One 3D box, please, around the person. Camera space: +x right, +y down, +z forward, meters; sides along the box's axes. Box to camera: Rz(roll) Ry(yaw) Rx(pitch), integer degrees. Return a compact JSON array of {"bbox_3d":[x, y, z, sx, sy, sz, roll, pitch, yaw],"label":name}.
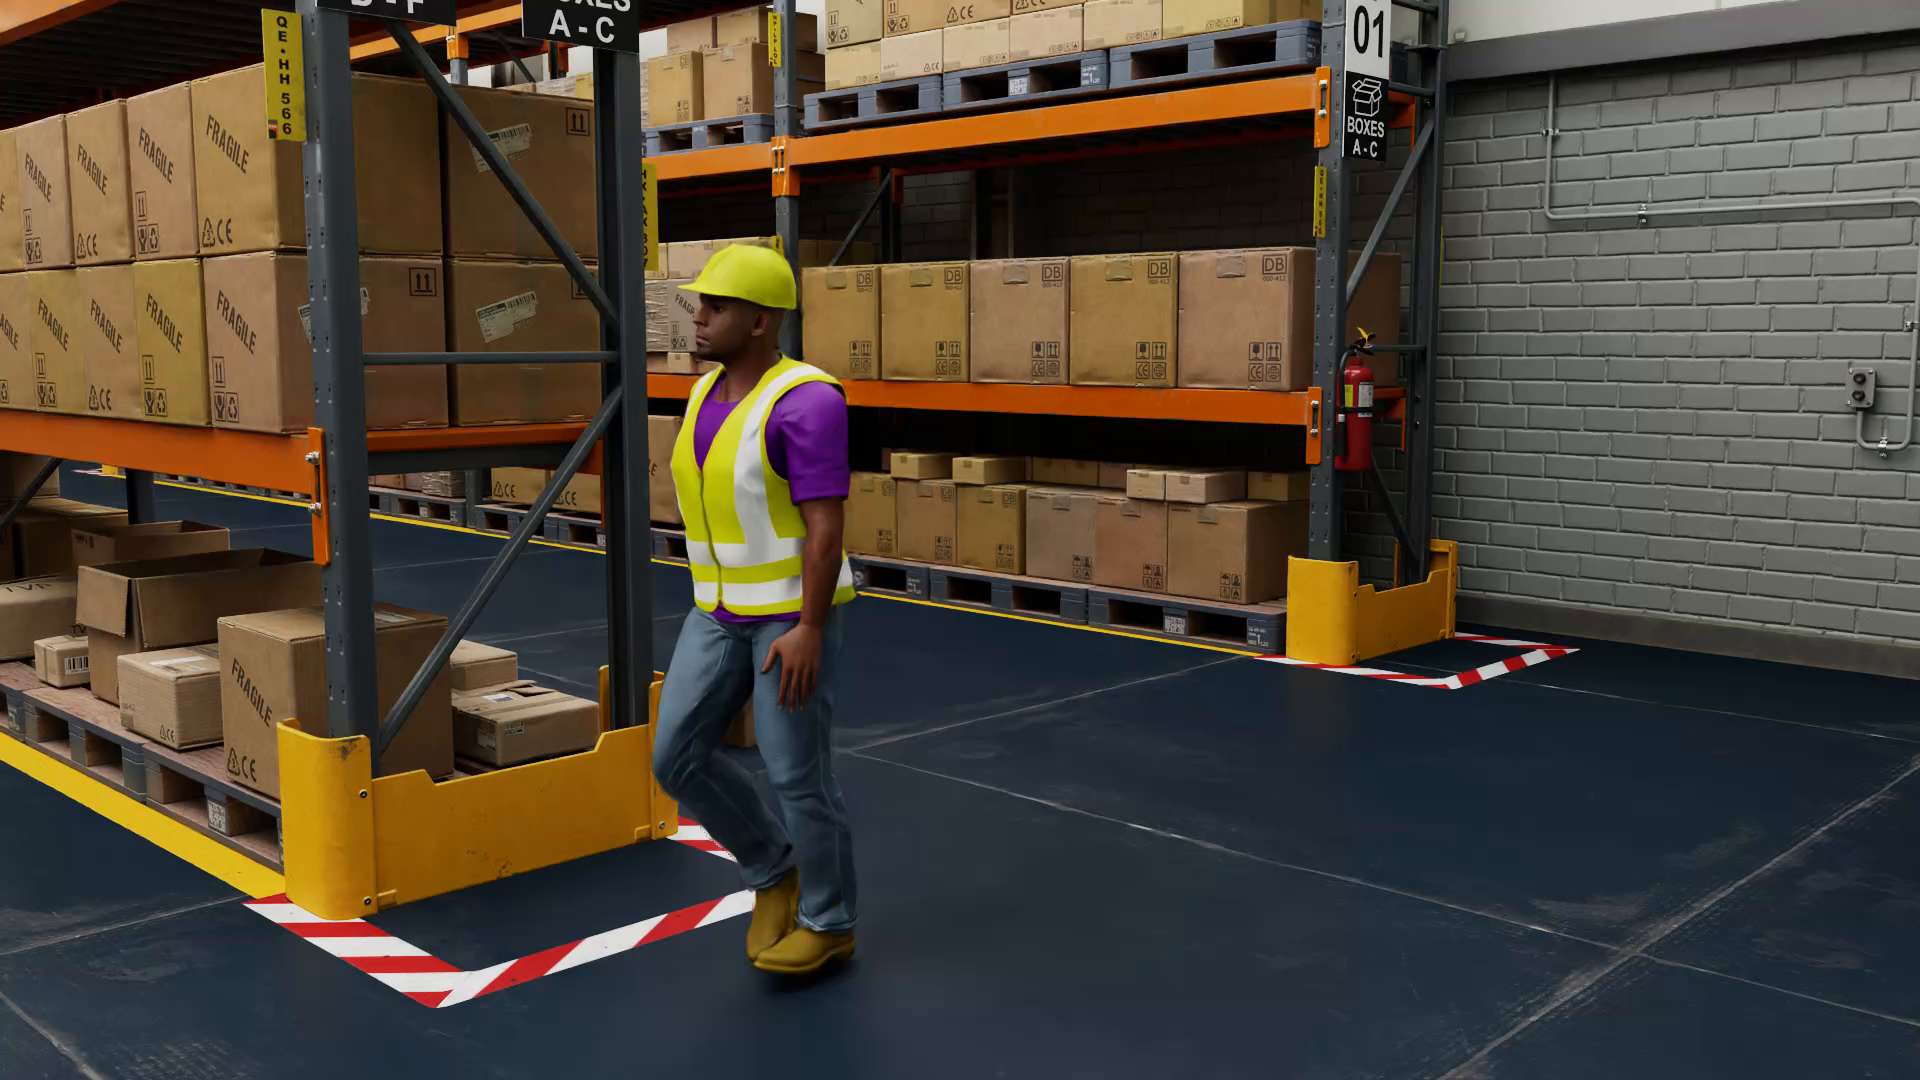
[{"bbox_3d":[-0.495,0.186,4.028,0.636,1.775,0.463,7,10,44],"label":"person"}]
